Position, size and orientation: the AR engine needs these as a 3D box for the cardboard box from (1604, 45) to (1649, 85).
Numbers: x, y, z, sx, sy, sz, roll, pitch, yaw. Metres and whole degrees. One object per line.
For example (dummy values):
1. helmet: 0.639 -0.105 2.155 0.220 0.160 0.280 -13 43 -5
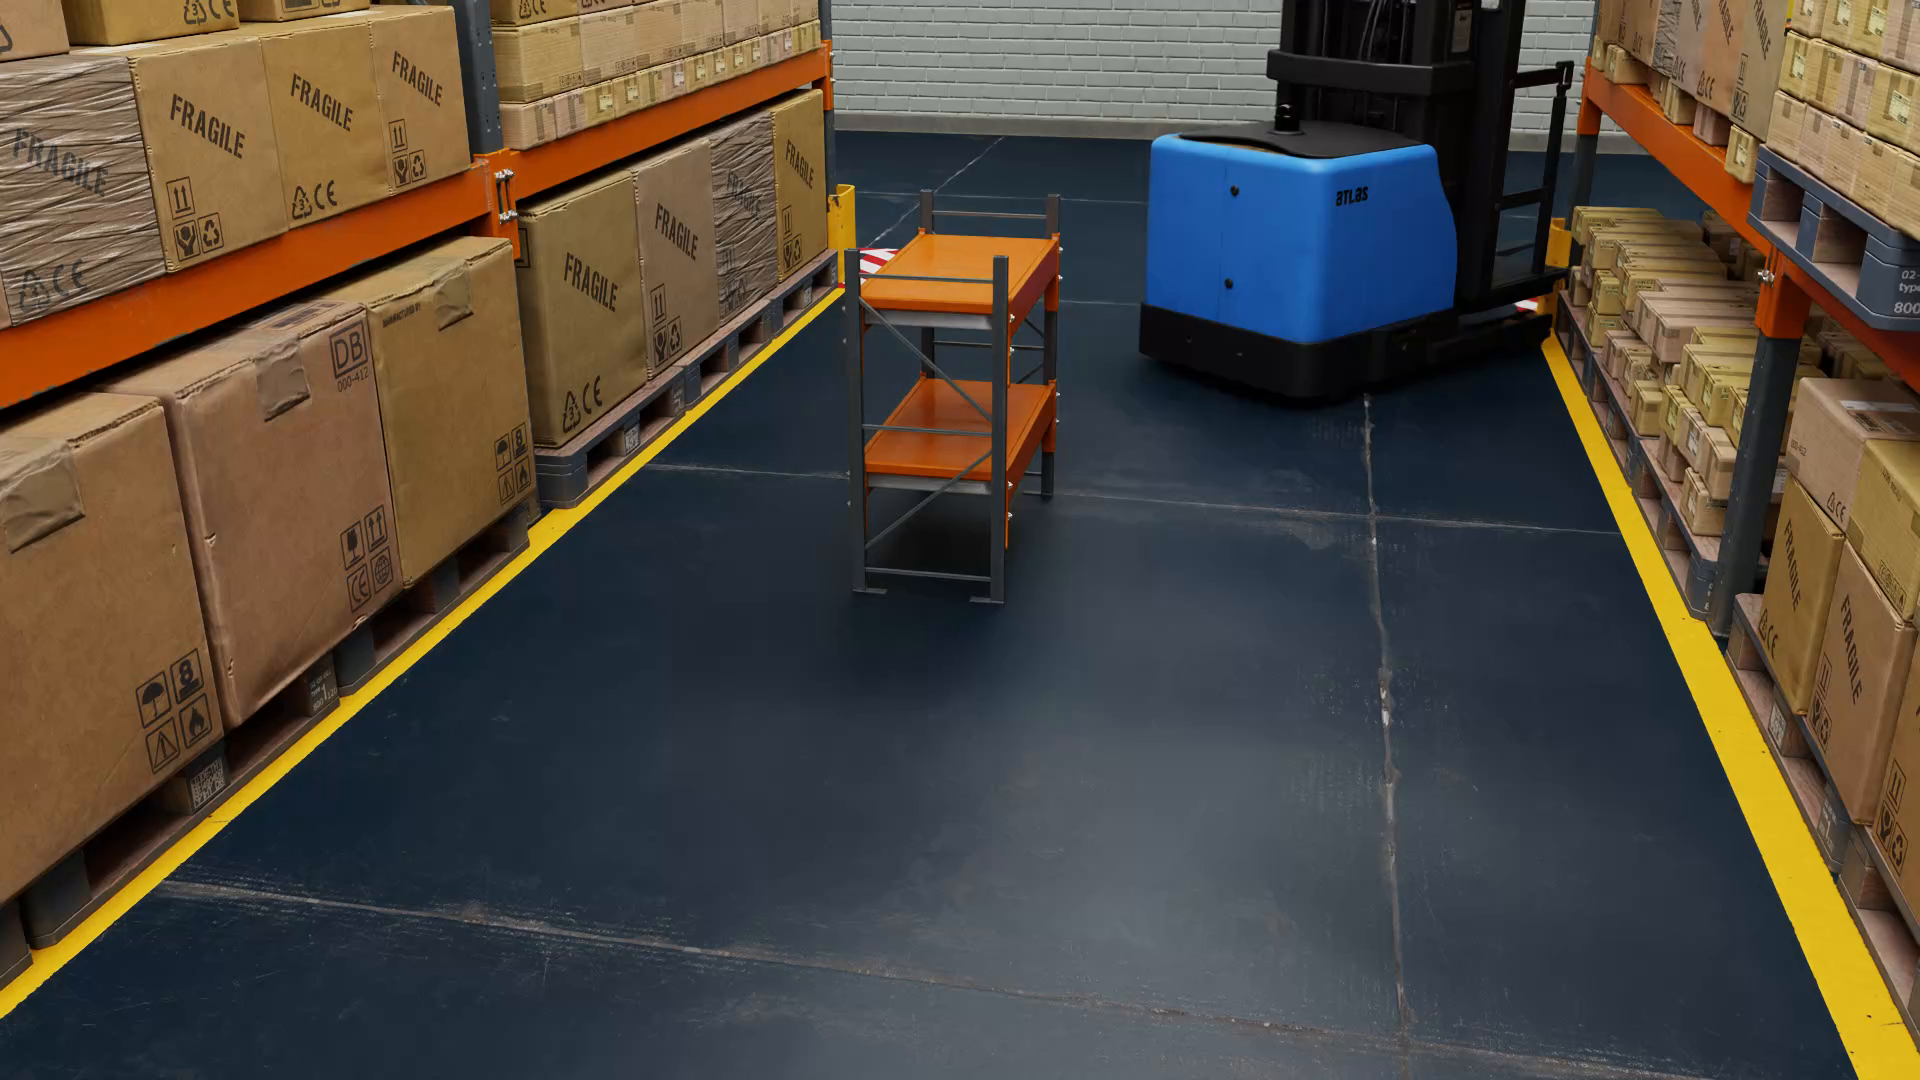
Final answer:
1. cardboard box: 3.122 -2.134 7.472 0.380 0.149 0.250 4 22 9

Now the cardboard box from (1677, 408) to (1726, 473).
1. cardboard box: 2.607 -0.321 5.491 0.380 0.149 0.250 3 22 8

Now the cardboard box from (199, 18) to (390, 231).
1. cardboard box: -1.960 -1.160 4.586 0.500 0.500 0.500 5 23 13

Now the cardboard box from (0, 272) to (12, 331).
1. cardboard box: -2.270 -0.603 3.203 0.500 0.500 0.500 4 22 10

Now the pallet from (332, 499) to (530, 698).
1. pallet: -2.107 0.095 5.335 1.003 0.211 1.213 4 22 11

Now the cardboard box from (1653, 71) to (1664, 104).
1. cardboard box: 3.046 -1.843 6.751 0.380 0.149 0.250 4 22 10

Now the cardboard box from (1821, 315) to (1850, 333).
1. cardboard box: 3.365 -0.706 6.050 0.380 0.149 0.250 5 22 12

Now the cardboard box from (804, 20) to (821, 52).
1. cardboard box: -0.958 -2.677 8.823 0.380 0.149 0.250 5 22 12

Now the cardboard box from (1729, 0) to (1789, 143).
1. cardboard box: 2.633 -1.454 4.917 0.500 0.500 0.500 4 22 11

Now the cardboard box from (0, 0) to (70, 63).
1. cardboard box: -2.409 -1.285 3.553 0.797 0.503 0.637 5 23 13

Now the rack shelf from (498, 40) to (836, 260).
1. rack shelf: -1.616 -1.884 7.480 1.077 0.370 4.000 4 22 11

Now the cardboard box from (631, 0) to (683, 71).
1. cardboard box: -1.465 -2.078 6.801 0.500 0.250 0.500 5 22 12

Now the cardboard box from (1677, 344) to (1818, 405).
1. cardboard box: 2.686 -0.558 5.681 0.380 0.149 0.250 4 22 10

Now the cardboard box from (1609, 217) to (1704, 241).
1. cardboard box: 3.249 -1.407 7.789 0.380 0.149 0.250 5 22 12

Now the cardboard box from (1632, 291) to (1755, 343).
1. cardboard box: 2.823 -0.852 6.412 0.380 0.149 0.250 4 22 9

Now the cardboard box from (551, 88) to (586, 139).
1. cardboard box: -1.584 -1.549 6.020 0.380 0.149 0.250 4 22 9

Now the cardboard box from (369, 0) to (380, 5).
1. cardboard box: -2.192 -2.091 5.829 0.500 0.500 0.500 5 22 12

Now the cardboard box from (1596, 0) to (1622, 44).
1. cardboard box: 3.265 -2.575 7.701 0.500 0.500 0.500 6 23 13

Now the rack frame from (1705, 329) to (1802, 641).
1. rack frame: 2.811 -1.071 4.498 1.000 3.000 0.127 4 22 11

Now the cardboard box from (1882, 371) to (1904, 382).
1. cardboard box: 3.199 -0.426 5.354 0.380 0.149 0.250 6 23 14

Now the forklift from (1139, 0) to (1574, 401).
1. forklift: 2.300 -2.405 7.901 3.031 2.935 1.130 -17 28 -37

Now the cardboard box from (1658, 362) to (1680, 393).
1. cardboard box: 2.825 -0.599 6.182 0.380 0.149 0.250 5 22 12

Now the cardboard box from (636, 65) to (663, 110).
1. cardboard box: -1.427 -1.835 6.731 0.380 0.149 0.250 4 22 10

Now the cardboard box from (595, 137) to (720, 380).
1. cardboard box: -1.627 -1.260 7.249 0.875 0.875 0.875 4 22 11

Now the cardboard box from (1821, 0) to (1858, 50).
1. cardboard box: 2.230 -1.214 3.831 0.380 0.149 0.250 5 22 12

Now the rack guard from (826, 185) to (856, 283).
1. rack guard: -1.203 -1.799 9.650 1.175 0.500 0.348 4 22 11

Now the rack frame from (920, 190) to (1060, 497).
1. rack frame: 0.105 -0.710 6.111 0.500 1.125 0.032 4 22 11

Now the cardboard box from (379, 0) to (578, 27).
1. cardboard box: -1.676 -2.058 5.748 0.500 0.500 0.500 4 22 11

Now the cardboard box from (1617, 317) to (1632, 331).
1. cardboard box: 3.072 -0.860 7.229 0.380 0.149 0.250 5 22 11

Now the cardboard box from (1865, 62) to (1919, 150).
1. cardboard box: 2.125 -0.894 3.434 0.380 0.149 0.250 4 22 9

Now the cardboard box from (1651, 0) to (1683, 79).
1. cardboard box: 2.971 -2.013 6.304 0.500 0.500 0.500 4 22 10

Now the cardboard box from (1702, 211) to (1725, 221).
1. cardboard box: 3.767 -1.470 7.945 0.380 0.149 0.250 5 22 12

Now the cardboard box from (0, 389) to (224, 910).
1. cardboard box: -2.489 0.191 3.646 1.225 0.875 0.875 5 22 11

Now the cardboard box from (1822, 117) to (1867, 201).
1. cardboard box: 2.175 -0.848 3.717 0.380 0.149 0.250 5 22 11

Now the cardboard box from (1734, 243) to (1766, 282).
1. cardboard box: 3.617 -1.188 7.245 0.380 0.149 0.250 4 22 9

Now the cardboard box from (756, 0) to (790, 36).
1. cardboard box: -1.151 -2.635 8.183 0.500 0.250 0.500 4 22 10

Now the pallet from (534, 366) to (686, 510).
1. pallet: -1.792 -0.465 6.726 1.003 0.211 1.213 4 22 11

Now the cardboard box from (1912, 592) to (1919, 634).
1. cardboard box: 2.187 0.177 3.180 0.500 0.250 0.500 5 23 13

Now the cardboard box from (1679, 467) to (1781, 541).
1. cardboard box: 2.558 -0.113 5.373 0.380 0.149 0.250 5 22 12

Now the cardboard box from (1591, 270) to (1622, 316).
1. cardboard box: 3.036 -1.095 7.413 0.380 0.149 0.250 5 23 13

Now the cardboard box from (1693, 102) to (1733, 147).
1. cardboard box: 2.802 -1.467 5.817 0.380 0.149 0.250 3 22 9

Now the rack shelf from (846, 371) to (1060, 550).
1. rack shelf: 0.001 -0.297 5.741 0.538 0.278 1.000 4 22 11

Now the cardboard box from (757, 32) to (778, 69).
1. cardboard box: -1.114 -2.399 8.131 0.380 0.149 0.250 5 22 12

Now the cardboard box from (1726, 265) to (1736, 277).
1. cardboard box: 3.695 -1.140 7.524 0.380 0.149 0.250 4 22 9

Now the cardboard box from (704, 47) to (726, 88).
1. cardboard box: -1.270 -2.118 7.435 0.380 0.149 0.250 5 22 12

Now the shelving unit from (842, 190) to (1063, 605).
1. shelving unit: 0.001 -0.524 5.650 0.538 1.125 1.048 4 22 11

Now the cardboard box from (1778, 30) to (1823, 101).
1. cardboard box: 2.281 -1.179 4.141 0.380 0.149 0.250 5 22 12

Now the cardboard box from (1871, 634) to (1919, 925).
1. cardboard box: 2.201 0.530 3.307 0.500 0.500 0.500 5 22 12

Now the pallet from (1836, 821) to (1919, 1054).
1. pallet: 2.407 0.955 3.201 1.003 0.211 1.213 4 22 11

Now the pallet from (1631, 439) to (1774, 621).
1. pallet: 2.914 -0.026 5.636 1.003 0.211 1.213 4 22 11

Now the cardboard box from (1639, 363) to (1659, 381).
1. cardboard box: 2.888 -0.582 6.537 0.380 0.149 0.250 5 22 12

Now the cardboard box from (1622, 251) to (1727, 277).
1. cardboard box: 3.037 -1.127 7.094 0.380 0.149 0.250 5 23 13
